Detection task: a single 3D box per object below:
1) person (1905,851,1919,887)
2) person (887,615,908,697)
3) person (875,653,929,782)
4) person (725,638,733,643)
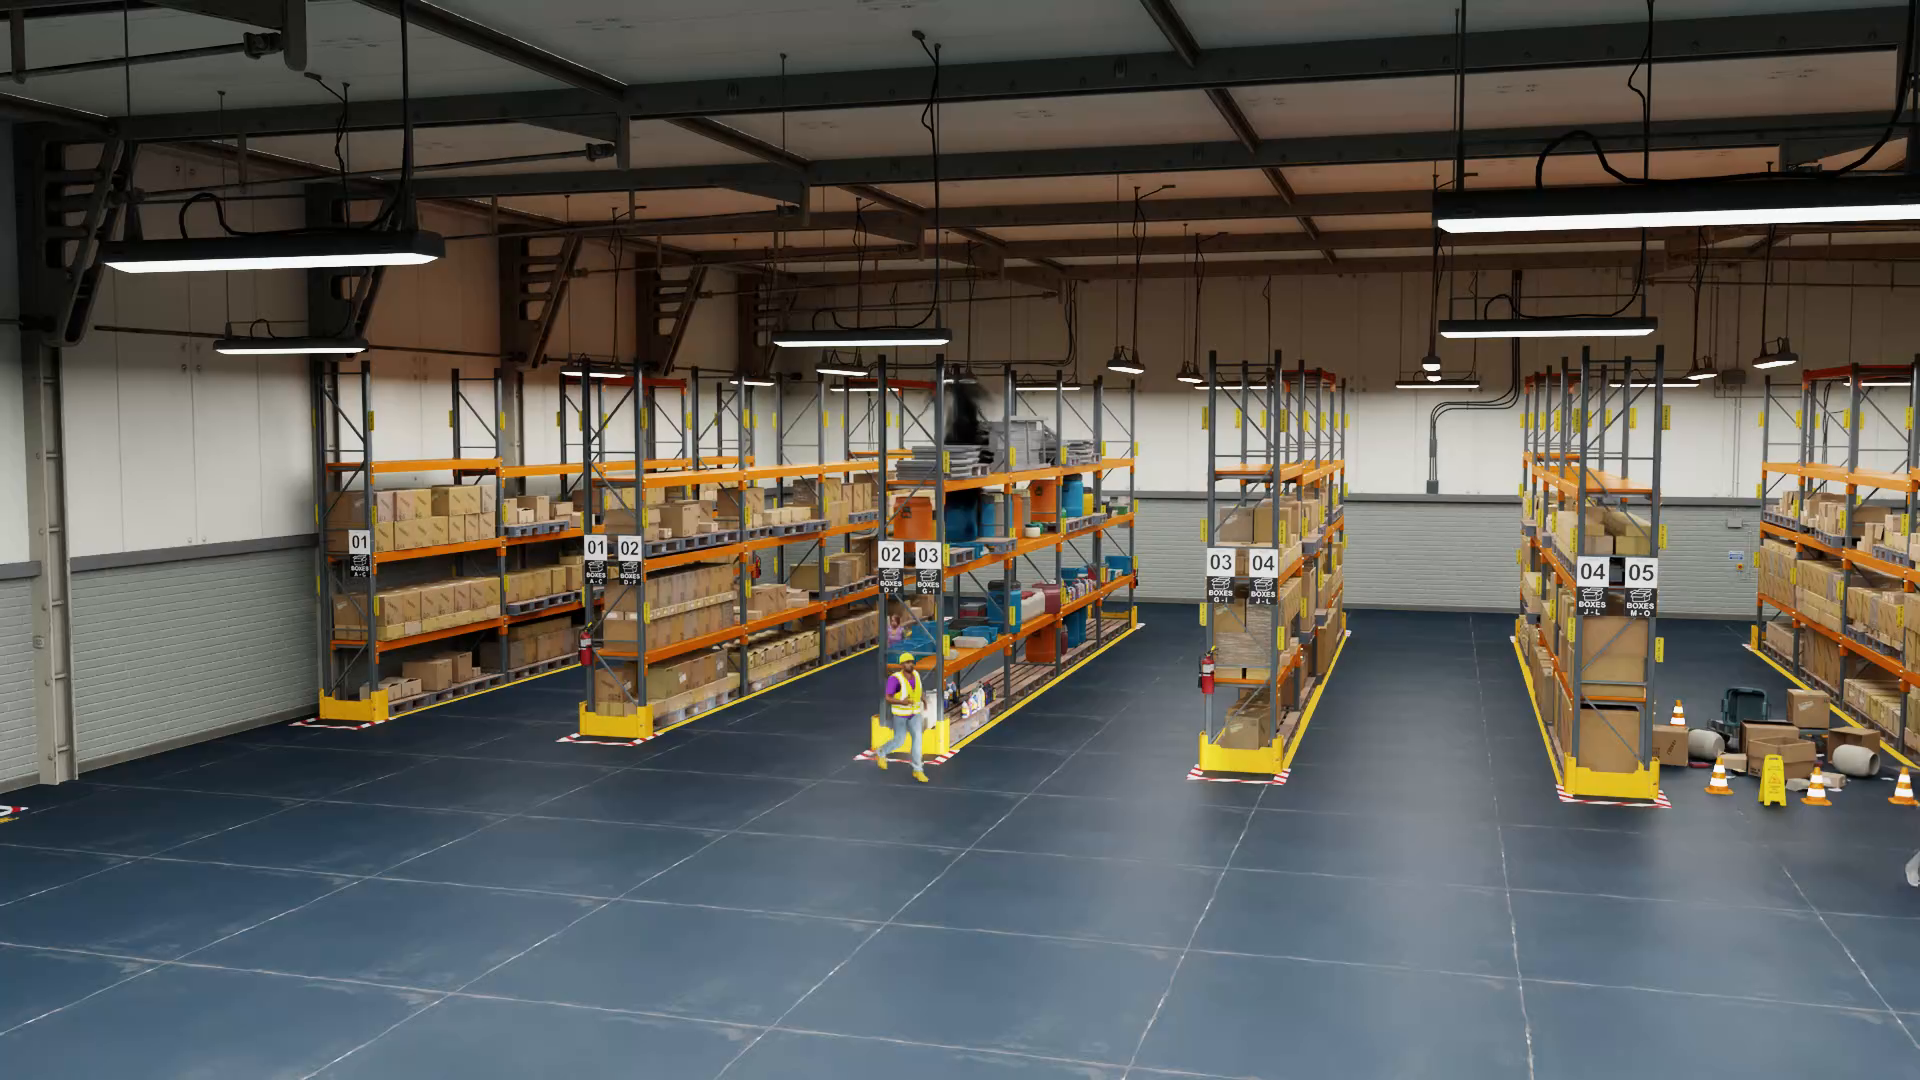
[{"bbox_3d":[10.329,3.001,17.374,0.617,1.622,0.986,-1,4,-17],"label":"person"},{"bbox_3d":[-1.146,2.106,29.888,0.525,1.554,0.681,1,4,12],"label":"person"},{"bbox_3d":[-0.777,2.452,23.338,0.710,1.772,0.978,-3,5,-37],"label":"person"},{"bbox_3d":[-4.867,1.655,34.860,0.570,1.688,0.904,0,4,6],"label":"person"}]
